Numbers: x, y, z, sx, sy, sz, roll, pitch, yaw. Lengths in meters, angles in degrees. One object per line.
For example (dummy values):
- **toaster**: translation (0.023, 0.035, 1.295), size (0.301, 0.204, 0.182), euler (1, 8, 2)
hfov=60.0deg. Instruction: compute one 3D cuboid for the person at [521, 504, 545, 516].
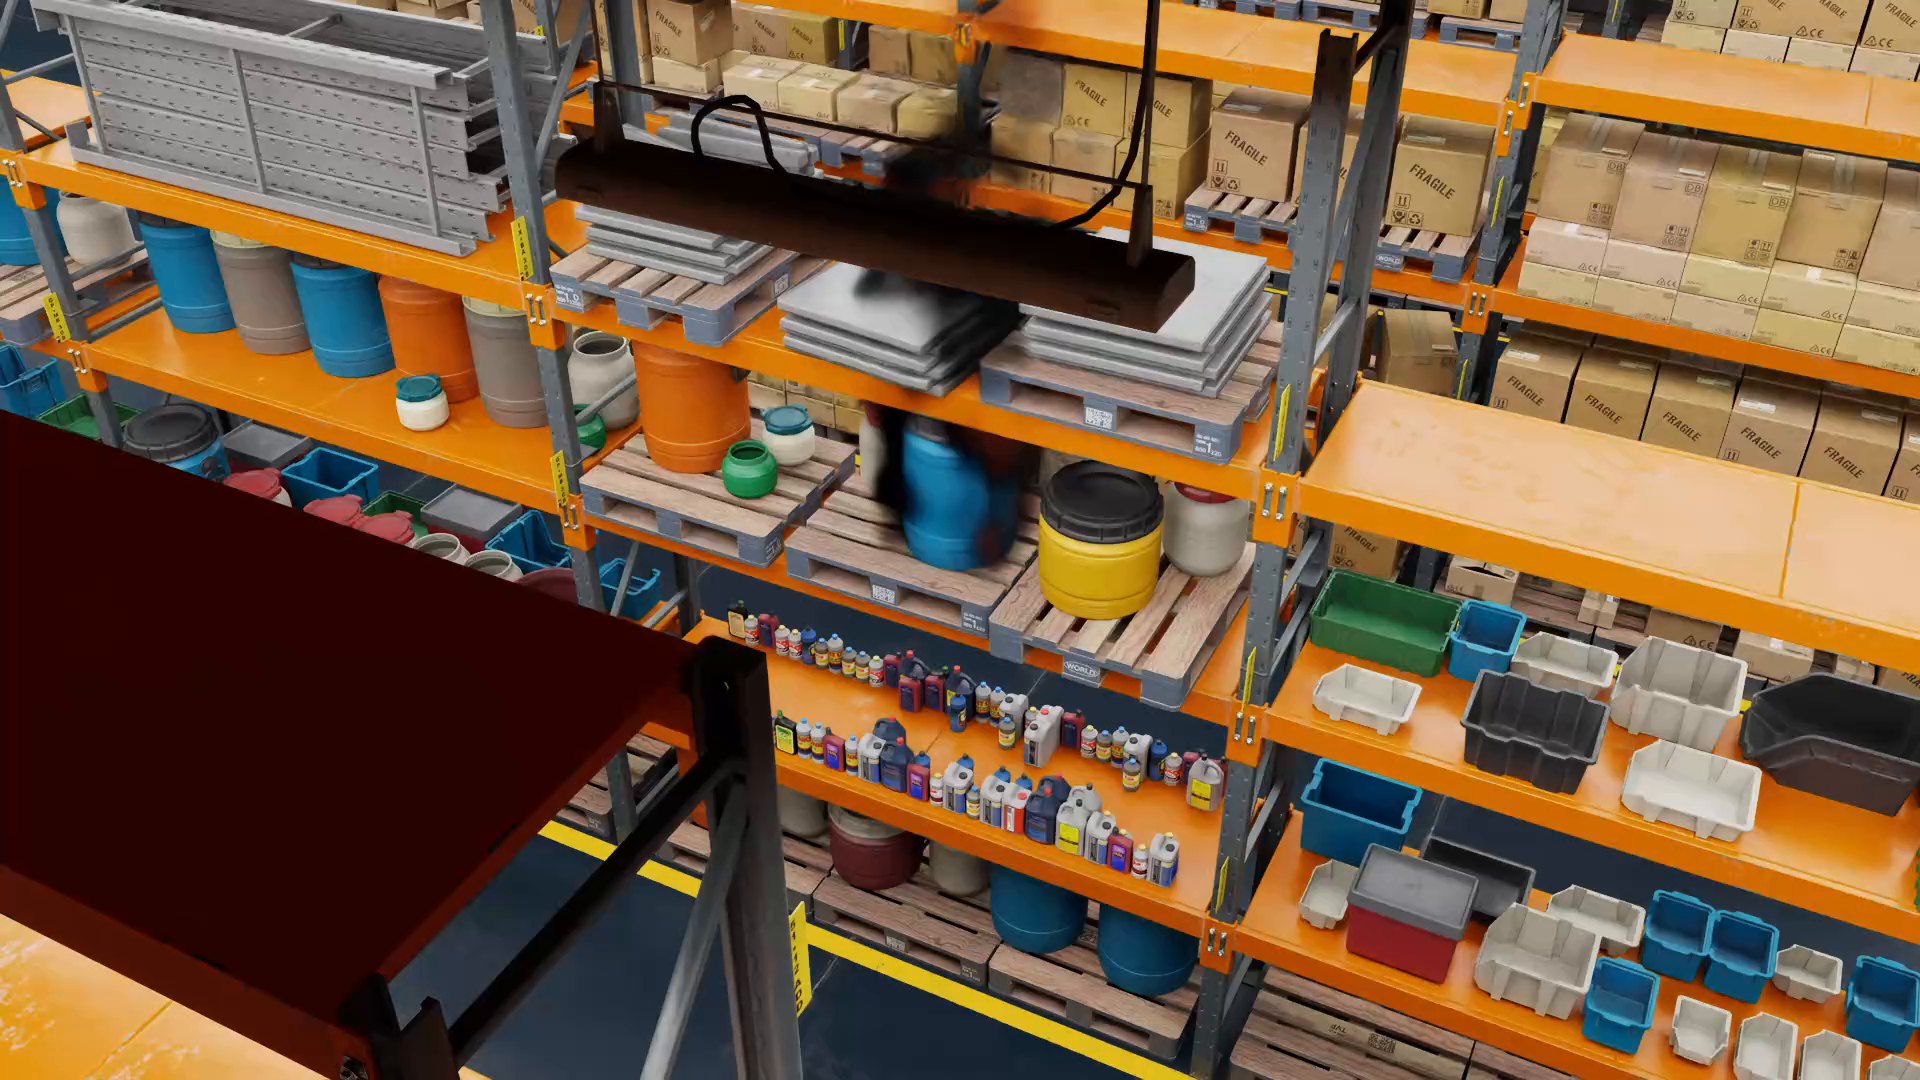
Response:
- **person**: translation (-3.386, -0.368, 12.874), size (0.829, 1.834, 0.675), euler (11, 36, 15)
